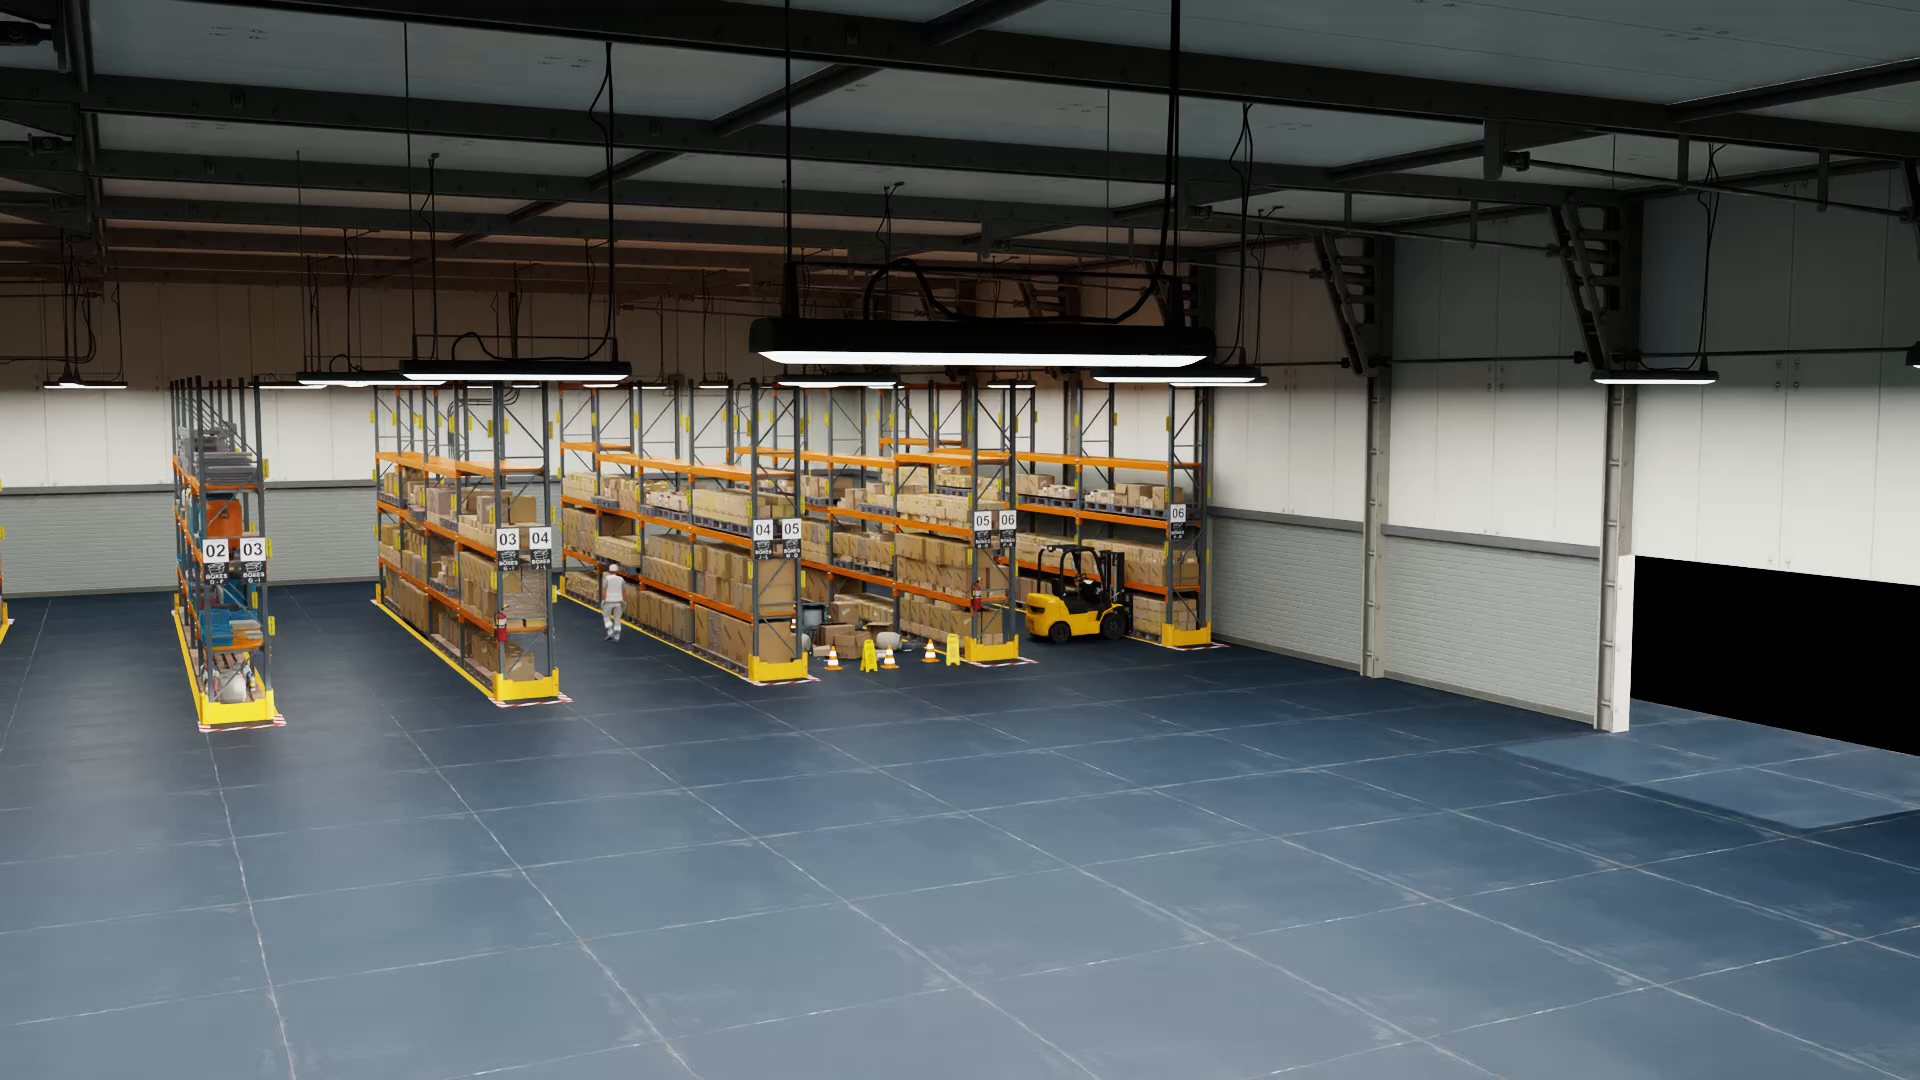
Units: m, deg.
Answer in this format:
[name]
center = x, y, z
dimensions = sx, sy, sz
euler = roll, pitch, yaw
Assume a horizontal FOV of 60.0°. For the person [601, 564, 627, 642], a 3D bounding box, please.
[person]
center = -7.931, 1.438, 38.066
dimensions = 0.587, 1.773, 0.480
euler = -2, 6, -25
